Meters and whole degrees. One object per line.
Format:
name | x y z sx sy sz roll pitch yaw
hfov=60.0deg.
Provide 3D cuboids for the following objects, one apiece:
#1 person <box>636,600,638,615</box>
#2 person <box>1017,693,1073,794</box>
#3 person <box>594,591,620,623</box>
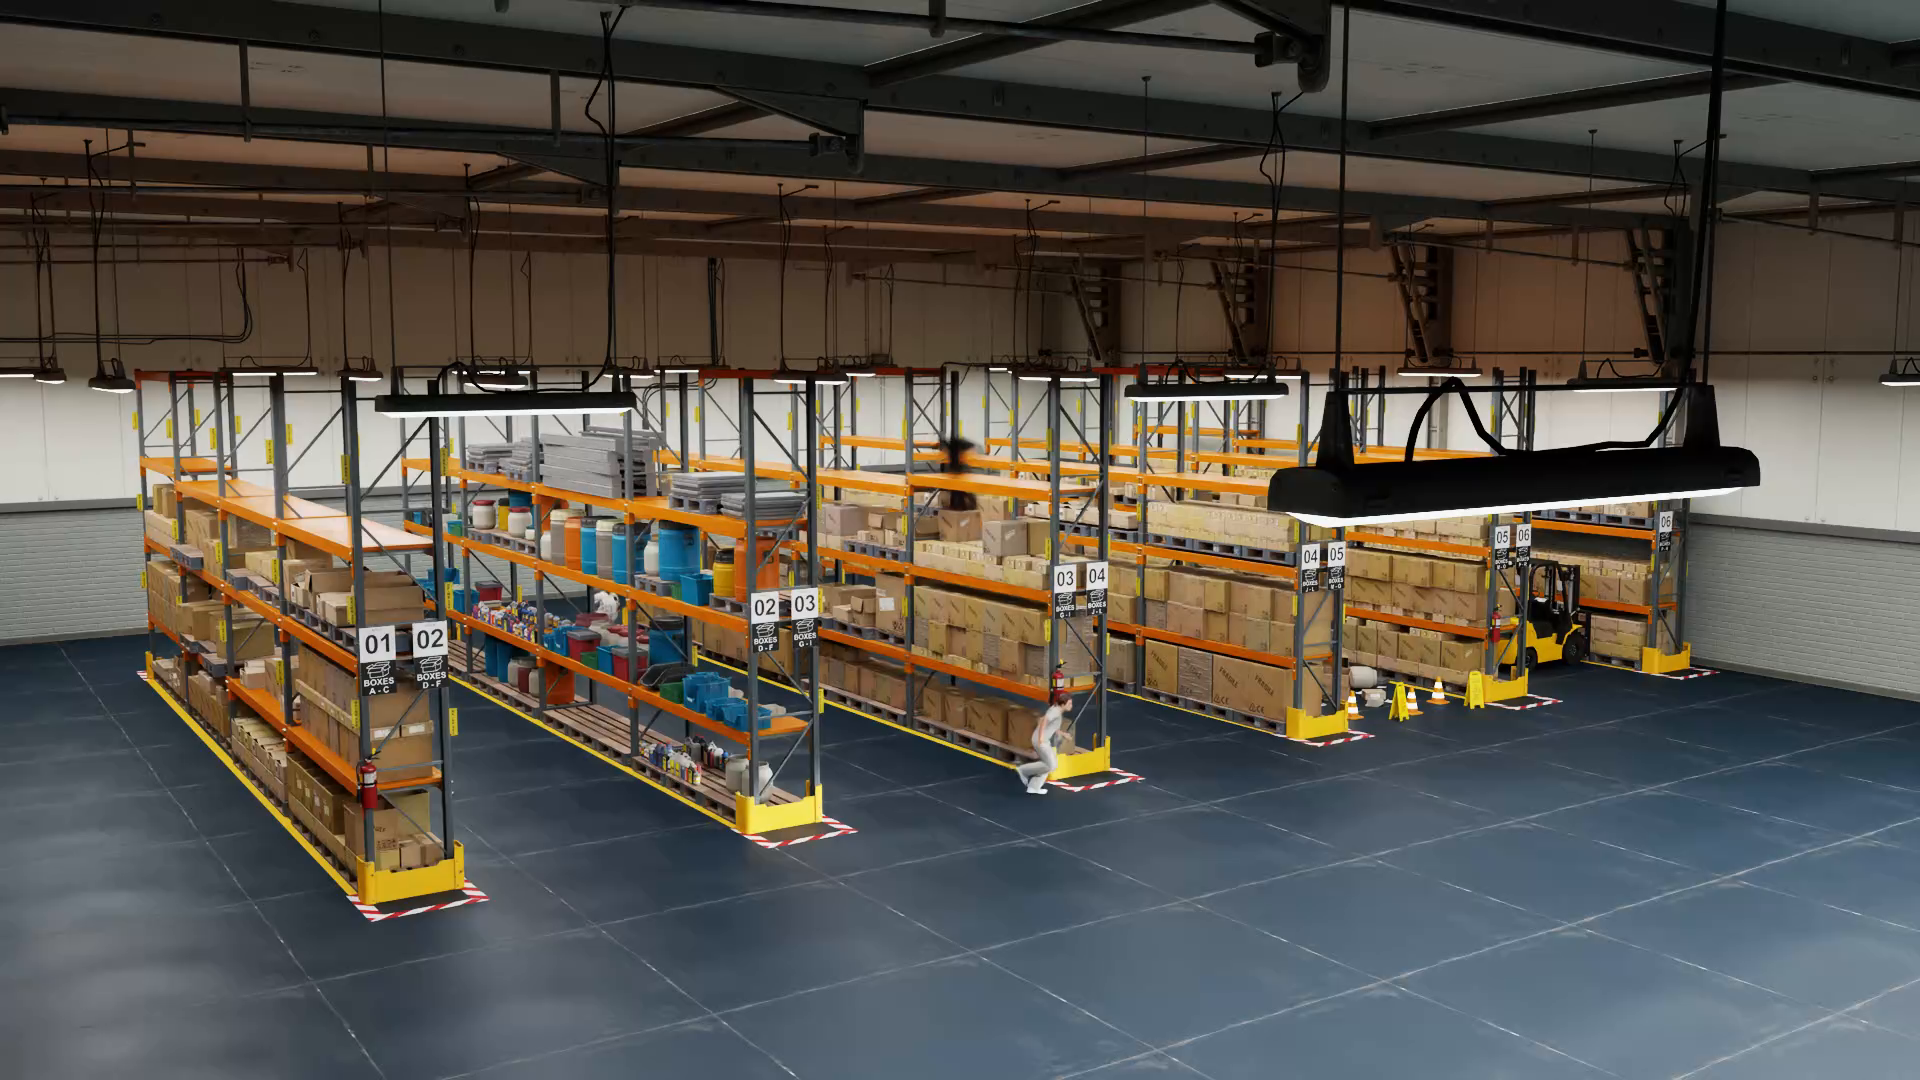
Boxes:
person | -7.341 0.985 39.344 0.993 1.711 0.676 1 7 12
person | 1.209 2.923 23.801 0.799 1.487 0.579 1 7 8
person | -7.277 1.658 34.340 0.515 1.684 0.799 -6 9 -43
